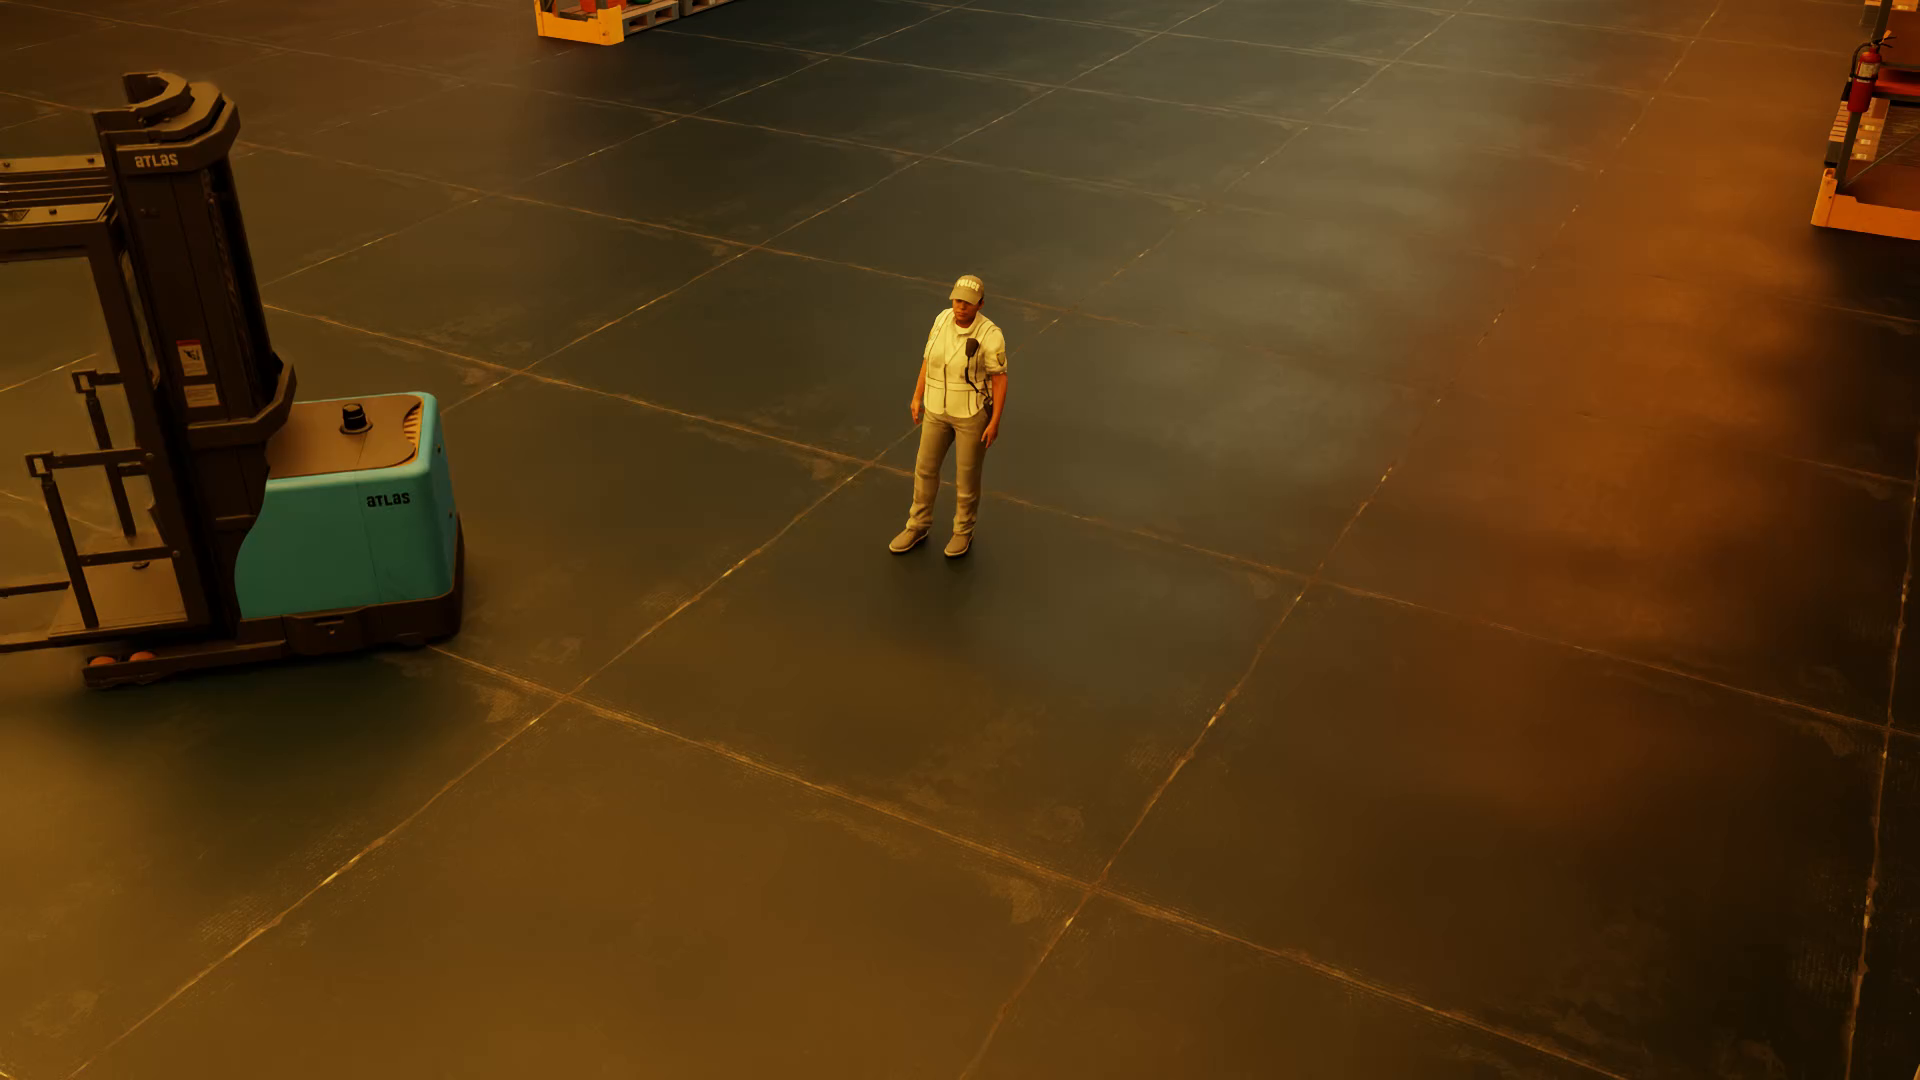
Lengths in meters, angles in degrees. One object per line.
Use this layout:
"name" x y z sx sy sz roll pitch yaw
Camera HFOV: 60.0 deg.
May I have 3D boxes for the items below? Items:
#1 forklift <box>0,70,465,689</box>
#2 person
"forklift" -4.293 -0.784 8.430 3.031 2.935 1.130 -7 31 -11
"person" -0.057 -0.700 9.534 0.598 1.670 0.529 15 33 25
